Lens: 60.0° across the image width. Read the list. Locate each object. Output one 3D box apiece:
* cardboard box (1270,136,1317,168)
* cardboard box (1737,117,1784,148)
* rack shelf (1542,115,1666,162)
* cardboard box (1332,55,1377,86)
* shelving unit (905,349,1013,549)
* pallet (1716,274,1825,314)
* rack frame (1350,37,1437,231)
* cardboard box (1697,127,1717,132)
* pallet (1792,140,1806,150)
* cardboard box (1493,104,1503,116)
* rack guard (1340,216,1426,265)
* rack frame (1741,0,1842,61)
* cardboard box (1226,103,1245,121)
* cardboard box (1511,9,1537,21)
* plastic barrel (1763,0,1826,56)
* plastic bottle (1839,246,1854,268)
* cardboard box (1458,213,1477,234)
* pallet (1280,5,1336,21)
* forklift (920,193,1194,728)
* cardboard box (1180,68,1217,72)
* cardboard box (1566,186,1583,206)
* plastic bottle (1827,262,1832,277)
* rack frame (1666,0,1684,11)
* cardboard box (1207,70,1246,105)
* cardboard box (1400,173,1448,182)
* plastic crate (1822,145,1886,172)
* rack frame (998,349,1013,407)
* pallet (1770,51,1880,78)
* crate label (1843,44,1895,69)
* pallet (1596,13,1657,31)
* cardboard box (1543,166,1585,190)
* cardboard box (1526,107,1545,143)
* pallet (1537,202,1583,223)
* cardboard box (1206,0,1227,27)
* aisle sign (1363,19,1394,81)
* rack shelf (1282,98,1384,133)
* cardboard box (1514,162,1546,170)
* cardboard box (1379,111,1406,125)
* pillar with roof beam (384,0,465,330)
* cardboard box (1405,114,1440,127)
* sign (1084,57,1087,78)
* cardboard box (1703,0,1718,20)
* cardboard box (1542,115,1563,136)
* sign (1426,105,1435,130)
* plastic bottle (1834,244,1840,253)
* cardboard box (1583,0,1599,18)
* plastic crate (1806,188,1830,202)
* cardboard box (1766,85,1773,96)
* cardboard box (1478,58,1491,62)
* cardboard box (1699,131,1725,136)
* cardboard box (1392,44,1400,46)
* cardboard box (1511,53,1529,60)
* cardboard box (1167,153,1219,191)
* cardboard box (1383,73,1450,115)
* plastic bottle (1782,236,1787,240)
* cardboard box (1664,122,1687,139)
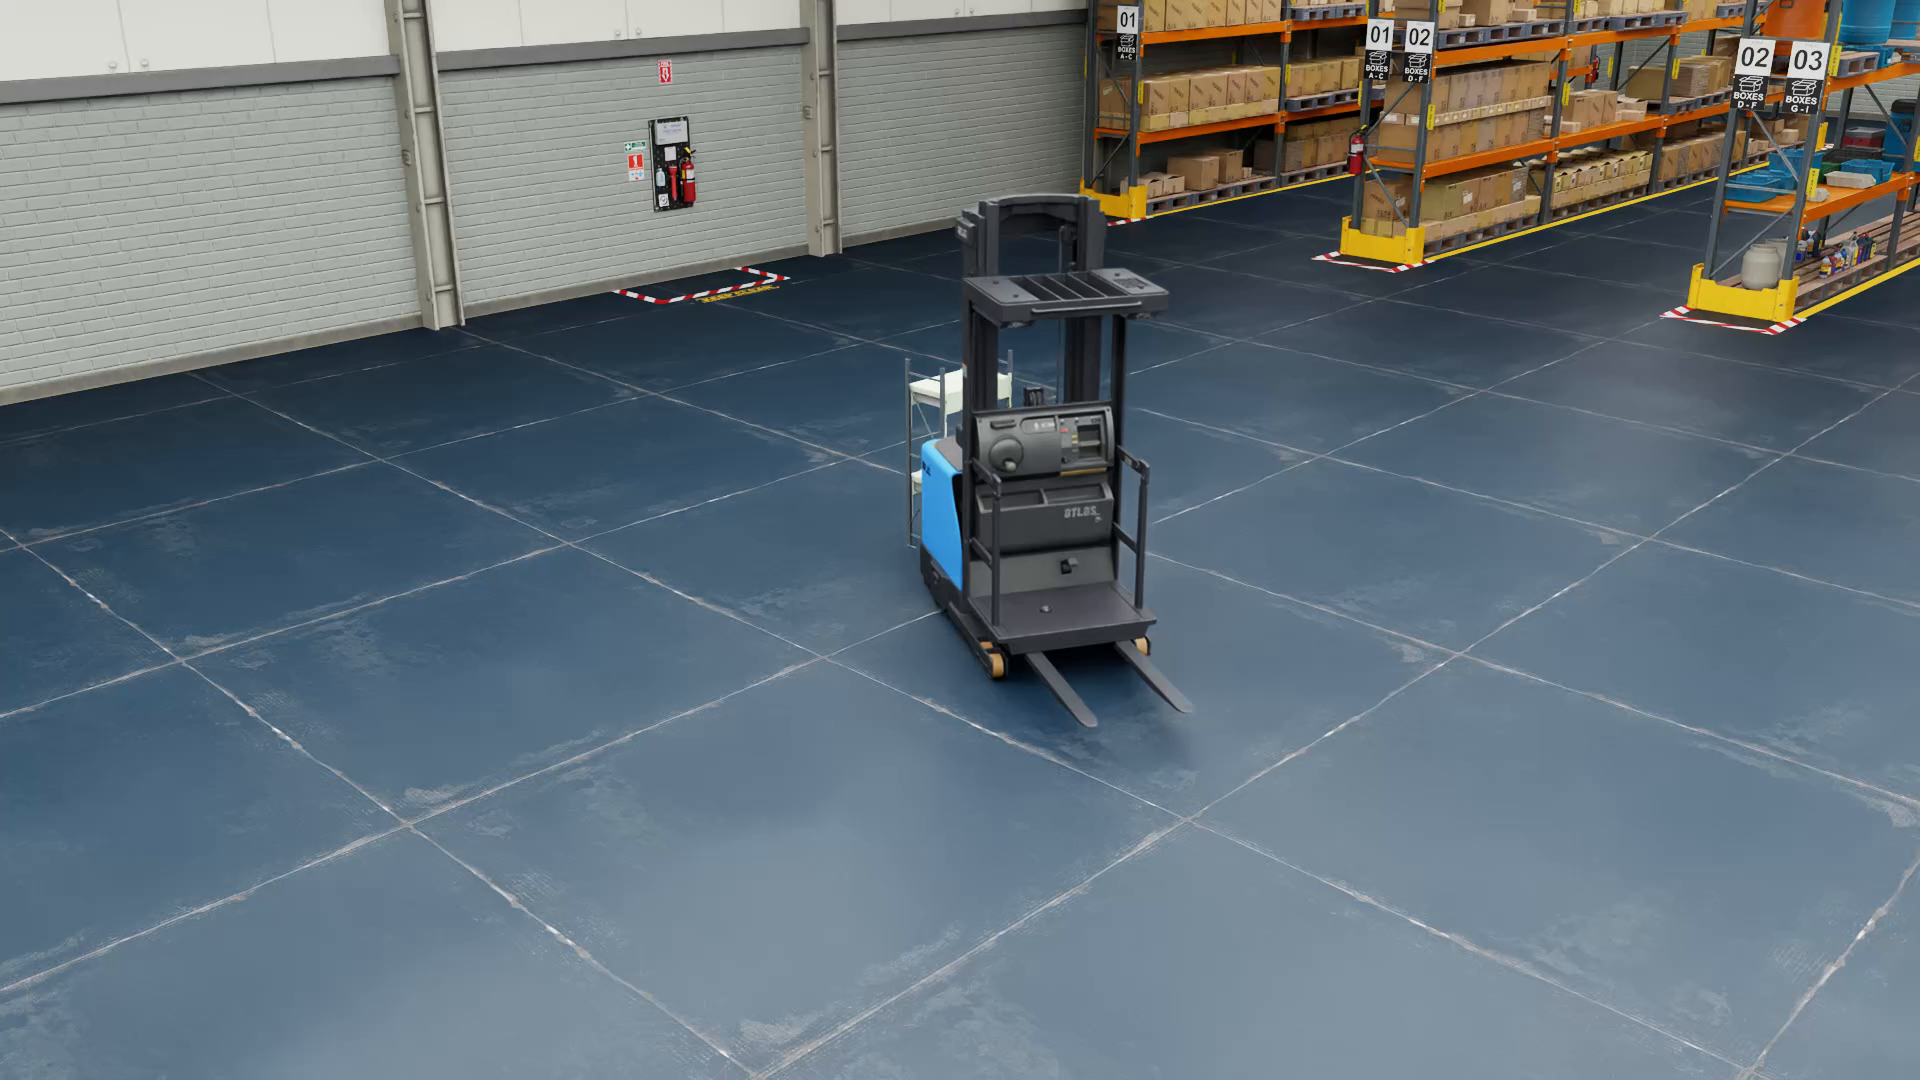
[{"bbox_3d":[6.009,-7.035,30.067,0.700,0.500,0.500,19,28,40],"label":"cardboard box"},{"bbox_3d":[15.622,-7.999,32.572,0.797,0.503,0.637,19,28,41],"label":"cardboard box"},{"bbox_3d":[10.130,-6.597,27.060,1.077,0.370,4.000,19,28,41],"label":"rack shelf"},{"bbox_3d":[7.282,-8.664,30.682,0.700,0.500,0.500,16,26,36],"label":"cardboard box"},{"bbox_3d":[-0.005,-0.698,12.801,0.431,1.500,0.755,19,28,41],"label":"shelving unit"},{"bbox_3d":[10.080,-3.087,20.812,1.003,0.211,1.213,19,28,41],"label":"pallet"},{"bbox_3d":[5.944,-5.390,22.918,1.000,3.000,0.127,19,28,41],"label":"rack frame"},{"bbox_3d":[13.803,-7.450,31.148,0.500,0.500,0.500,18,27,38],"label":"cardboard box"},{"bbox_3d":[16.497,-7.977,33.534,1.003,0.211,1.213,19,28,41],"label":"pallet"},{"bbox_3d":[7.628,-6.250,24.110,0.250,0.149,0.380,-19,28,-40],"label":"cardboard box"},{"bbox_3d":[5.927,-4.217,23.350,1.175,0.500,0.348,19,28,41],"label":"rack guard"},{"bbox_3d":[9.491,-6.950,18.614,1.000,3.000,0.127,19,28,41],"label":"rack frame"},{"bbox_3d":[4.376,-7.140,27.651,0.500,0.250,0.500,19,28,40],"label":"cardboard box"},{"bbox_3d":[8.089,-7.584,24.015,0.380,0.149,0.250,19,28,41],"label":"cardboard box"},{"bbox_3d":[9.739,-6.103,19.407,0.600,0.830,0.708,19,28,41],"label":"plastic barrel"},{"bbox_3d":[11.563,-3.701,21.706,0.135,0.276,0.152,-20,28,-41],"label":"plastic bottle"},{"bbox_3d":[7.173,-4.643,24.221,0.500,0.250,0.500,19,28,41],"label":"cardboard box"},{"bbox_3d":[5.690,-9.102,28.655,1.213,0.211,1.003,19,28,41],"label":"pallet"},{"bbox_3d":[0.622,-0.631,10.630,1.130,2.935,3.031,-6,22,-16],"label":"forklift"},{"bbox_3d":[3.990,-7.620,27.854,0.500,0.500,0.500,-19,28,-41],"label":"cardboard box"},{"bbox_3d":[9.551,-5.504,26.461,0.500,0.250,0.500,-19,28,-41],"label":"cardboard box"},{"bbox_3d":[11.051,-3.464,21.192,0.097,0.201,0.097,0,21,0],"label":"plastic bottle"},{"bbox_3d":[11.525,-10.247,27.192,1.000,3.000,0.127,19,28,41],"label":"rack frame"},{"bbox_3d":[4.371,-7.491,27.520,0.500,0.500,0.500,18,28,39],"label":"cardboard box"},{"bbox_3d":[6.792,-5.126,24.432,0.500,0.500,0.500,19,28,41],"label":"cardboard box"},{"bbox_3d":[11.825,-5.046,22.109,0.767,0.338,0.504,19,28,41],"label":"plastic crate"},{"bbox_3d":[0.251,-0.792,13.046,0.400,1.500,0.023,19,28,41],"label":"rack frame"},{"bbox_3d":[10.138,-5.650,19.675,1.003,0.211,1.213,19,28,41],"label":"pallet"},{"bbox_3d":[11.033,-5.879,20.215,0.502,0.251,0.408,19,28,41],"label":"crate label"},{"bbox_3d":[10.338,-8.274,26.502,1.213,0.211,1.003,-19,28,-40],"label":"pallet"},{"bbox_3d":[9.554,-5.764,26.356,0.500,0.311,0.500,19,28,40],"label":"cardboard box"},{"bbox_3d":[8.430,-6.350,25.274,0.700,0.500,0.500,18,28,39],"label":"cardboard box"},{"bbox_3d":[9.221,-5.316,26.612,1.003,0.211,1.213,19,28,41],"label":"pallet"},{"bbox_3d":[3.923,-8.515,26.700,0.500,0.500,0.500,-18,27,-39],"label":"cardboard box"},{"bbox_3d":[5.688,-6.661,22.599,0.394,0.787,0.004,19,28,41],"label":"aisle sign"},{"bbox_3d":[6.578,-7.836,30.283,1.077,0.370,4.000,19,28,41],"label":"rack shelf"},{"bbox_3d":[9.170,-5.904,26.720,0.500,0.311,0.500,-19,28,-41],"label":"cardboard box"},{"bbox_3d":[6.074,-5.886,23.163,0.380,0.149,0.250,19,28,40],"label":"cardboard box"},{"bbox_3d":[-3.026,-5.664,15.268,9.100,9.000,0.400,19,28,41],"label":"pillar with roof beam"},{"bbox_3d":[6.372,-5.787,22.906,0.380,0.149,0.250,19,28,40],"label":"cardboard box"},{"bbox_3d":[2.009,-7.461,26.252,0.100,0.325,0.005,19,28,41],"label":"sign"},{"bbox_3d":[12.524,-9.279,28.715,0.910,0.500,0.500,19,28,41],"label":"cardboard box"},{"bbox_3d":[9.047,-6.486,25.978,0.500,0.250,0.500,-18,27,-39],"label":"cardboard box"},{"bbox_3d":[6.338,-5.691,22.383,0.100,0.325,0.005,19,28,41],"label":"sign"},{"bbox_3d":[11.486,-3.731,21.774,0.061,0.283,0.133,19,28,41],"label":"plastic bottle"},{"bbox_3d":[9.552,-8.243,25.782,0.500,0.250,0.500,16,26,36],"label":"cardboard box"},{"bbox_3d":[10.345,-4.176,20.126,0.298,0.136,0.250,19,28,41],"label":"plastic crate"},{"bbox_3d":[14.866,-8.585,31.089,0.500,0.500,0.500,-19,28,-41],"label":"cardboard box"},{"bbox_3d":[10.273,-9.593,33.271,0.500,0.500,0.500,20,28,41],"label":"cardboard box"},{"bbox_3d":[13.826,-7.190,30.471,0.500,0.500,0.500,19,28,41],"label":"cardboard box"},{"bbox_3d":[8.495,-9.290,31.437,0.500,0.250,0.500,-19,28,-41],"label":"cardboard box"},{"bbox_3d":[11.154,-9.989,34.465,0.700,0.700,0.980,-20,28,-41],"label":"cardboard box"},{"bbox_3d":[3.885,-6.146,27.754,0.700,0.500,0.500,17,27,37],"label":"cardboard box"},{"bbox_3d":[6.316,-6.173,23.007,0.700,0.500,0.500,19,28,41],"label":"cardboard box"},{"bbox_3d":[10.863,-3.838,21.957,0.185,0.351,0.144,-19,28,-40],"label":"plastic bottle"},{"bbox_3d":[12.756,-7.414,30.009,0.500,0.250,0.500,19,28,40],"label":"cardboard box"}]
